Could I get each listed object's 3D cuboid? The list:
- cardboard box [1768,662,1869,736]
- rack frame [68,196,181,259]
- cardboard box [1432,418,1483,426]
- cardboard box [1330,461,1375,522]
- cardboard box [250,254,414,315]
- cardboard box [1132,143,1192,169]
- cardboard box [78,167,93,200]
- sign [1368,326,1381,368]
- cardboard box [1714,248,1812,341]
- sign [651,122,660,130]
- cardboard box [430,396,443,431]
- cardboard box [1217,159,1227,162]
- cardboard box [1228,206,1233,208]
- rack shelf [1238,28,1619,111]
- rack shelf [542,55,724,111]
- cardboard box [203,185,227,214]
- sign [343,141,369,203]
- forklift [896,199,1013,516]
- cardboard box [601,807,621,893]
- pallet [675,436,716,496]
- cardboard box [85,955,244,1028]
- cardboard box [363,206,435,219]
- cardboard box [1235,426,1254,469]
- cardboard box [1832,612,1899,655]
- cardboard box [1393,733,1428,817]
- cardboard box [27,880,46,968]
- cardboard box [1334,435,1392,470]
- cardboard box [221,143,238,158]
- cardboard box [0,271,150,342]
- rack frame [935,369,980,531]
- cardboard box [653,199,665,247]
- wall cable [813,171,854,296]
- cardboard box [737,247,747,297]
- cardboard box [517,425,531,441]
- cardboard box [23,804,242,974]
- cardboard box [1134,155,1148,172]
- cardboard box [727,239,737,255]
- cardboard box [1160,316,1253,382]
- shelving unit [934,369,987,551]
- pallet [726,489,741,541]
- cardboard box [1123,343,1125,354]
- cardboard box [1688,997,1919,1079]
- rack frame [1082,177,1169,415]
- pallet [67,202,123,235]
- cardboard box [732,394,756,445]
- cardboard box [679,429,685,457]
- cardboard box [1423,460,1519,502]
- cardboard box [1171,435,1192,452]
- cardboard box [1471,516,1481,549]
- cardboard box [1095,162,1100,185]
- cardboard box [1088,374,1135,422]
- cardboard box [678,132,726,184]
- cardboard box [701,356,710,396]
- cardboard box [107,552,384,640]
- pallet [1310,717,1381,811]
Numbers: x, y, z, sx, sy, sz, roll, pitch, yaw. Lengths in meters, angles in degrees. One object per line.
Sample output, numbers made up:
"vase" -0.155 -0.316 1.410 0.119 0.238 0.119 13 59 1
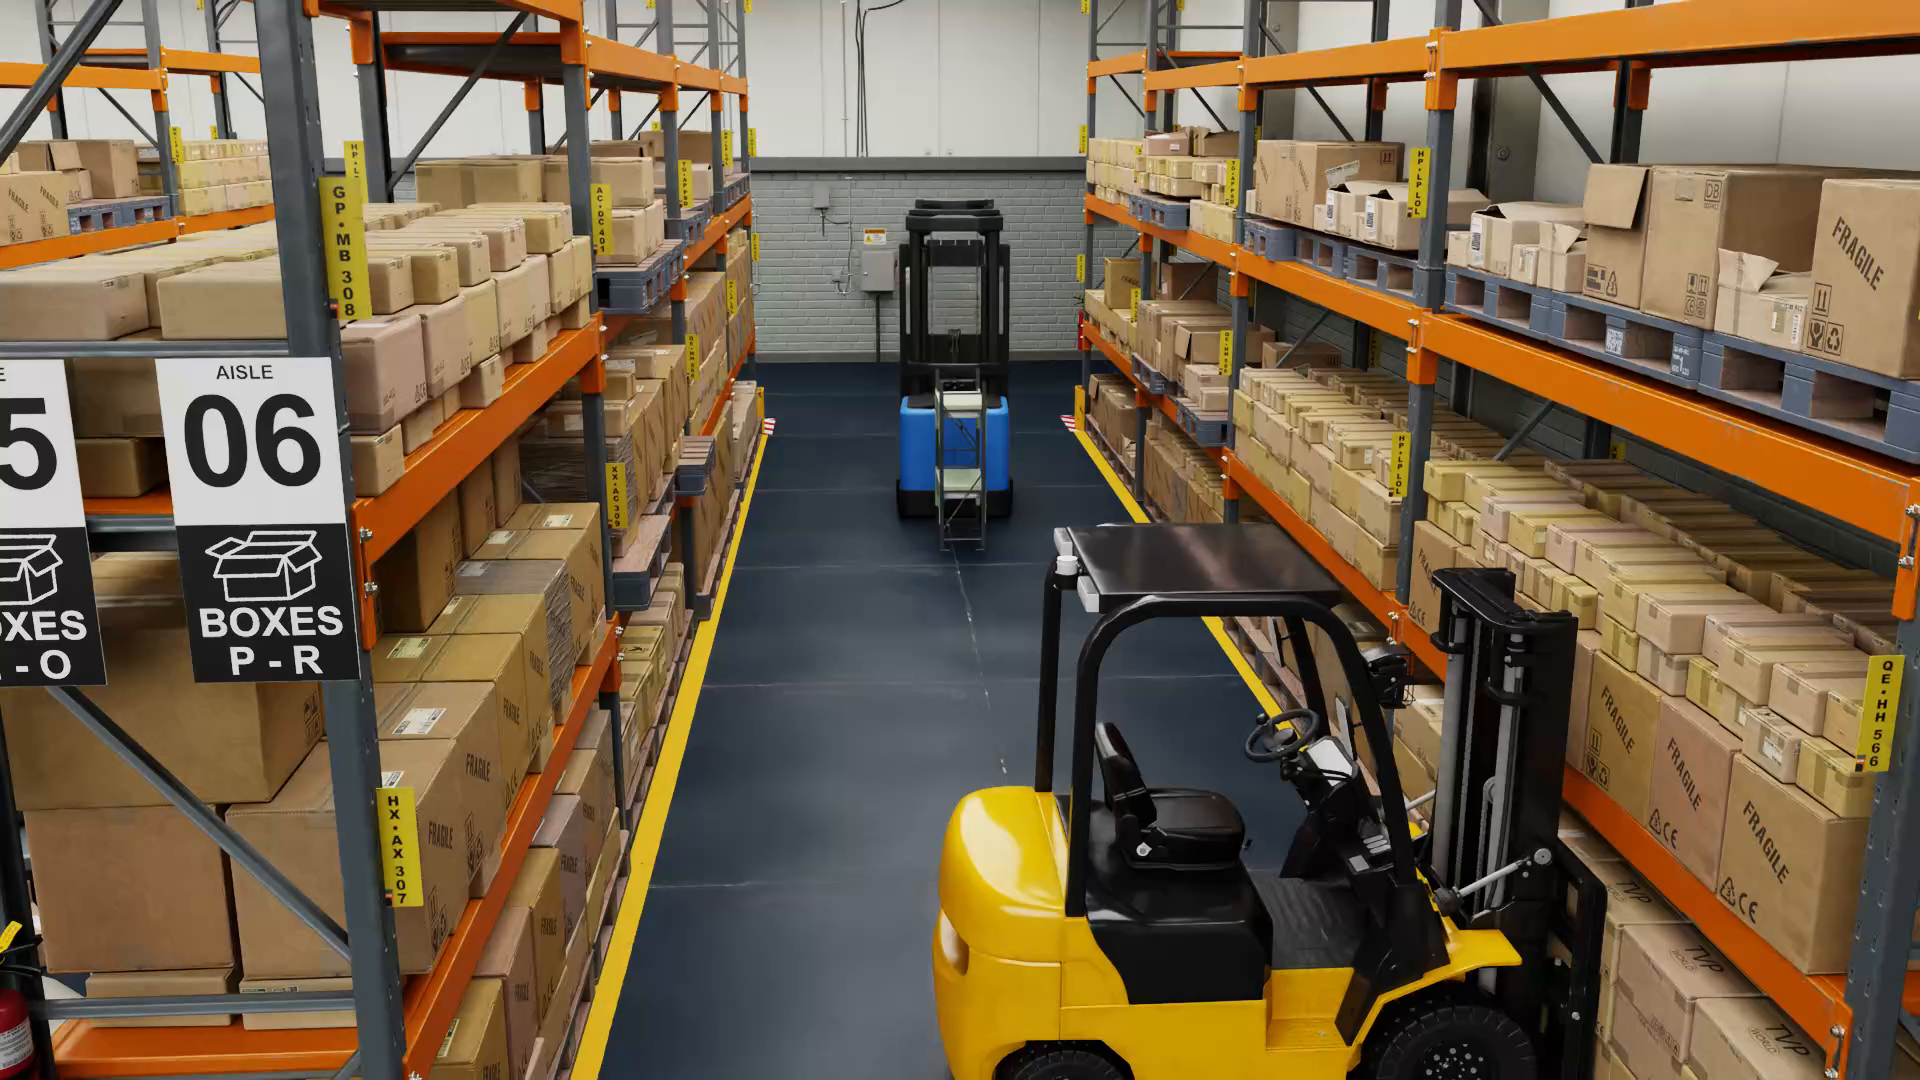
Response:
"cardboard box" 2.706 0.479 5.045 0.380 0.149 0.250 -1 14 -3
"rack frame" -7.647 -1.673 15.508 1.000 3.000 0.127 -1 14 -3
"cardboard box" 2.903 -0.633 9.966 0.380 0.149 0.250 -1 14 -4
"cardboard box" 2.412 -0.278 9.384 0.500 0.250 0.500 -1 14 -5
"cardboard box" -1.773 -0.724 4.705 0.380 0.149 0.250 -1 14 -3
"cardboard box" 1.970 -3.740 16.223 0.500 0.250 0.500 -1 14 -3
"cardboard box" -7.802 -3.064 14.230 0.500 0.311 0.500 -1 14 -4
"sign" 3.043 -1.427 12.230 0.100 0.325 0.005 -1 14 -3
"cardboard box" 2.615 -0.771 5.211 0.396 0.266 0.258 -1 14 -3
"sign" -3.515 -4.676 19.249 0.100 0.325 0.005 -1 14 -3
"cardboard box" -1.793 -0.400 5.046 0.380 0.149 0.250 -1 14 -4
"cardboard box" 2.405 -3.184 14.225 0.380 0.149 0.250 -1 14 -3
"cardboard box" 2.230 -2.579 12.513 0.380 0.149 0.250 -1 14 -5
"rack shelf" 2.613 -2.723 9.797 1.077 0.370 4.000 -1 14 -3
"rack shelf" -2.589 -3.640 13.361 1.077 0.370 4.000 -1 14 -3
"cardboard box" -7.452 -3.296 16.100 0.500 0.250 0.500 -1 14 -4
"sign" -2.771 -1.669 7.646 0.100 0.325 0.005 -1 14 -3
"forklift" -0.054 -1.956 16.748 1.130 2.935 3.031 0 14 0
"cardboard box" -1.912 1.486 7.905 0.500 0.250 0.500 0 14 -1
"pallet" -2.314 -0.511 11.378 1.213 0.211 1.003 -1 14 -3
"cardboard box" -2.206 1.242 4.684 0.380 0.149 0.250 0 14 -2
"cardboard box" -2.478 -1.354 7.155 0.380 0.149 0.250 0 14 -2
"cardboard box" 2.273 -0.670 11.913 0.500 0.250 0.500 -1 14 -3
"cardboard box" 3.164 0.346 5.562 0.380 0.149 0.250 -1 14 -3
"cardboard box" 2.459 1.149 8.213 0.500 0.250 0.500 -1 14 -4
"cardboard box" -4.309 1.775 7.594 0.258 0.266 0.396 -13 20 -42
"cardboard box" 2.349 -0.495 9.429 0.380 0.149 0.250 -1 14 -5
"cardboard box" -7.457 -3.892 16.610 0.380 0.149 0.250 0 14 -1
"cardboard box" -2.285 -0.587 4.171 0.380 0.149 0.250 -1 14 -3
"rack frame" -0.022 -0.816 15.187 0.400 1.500 0.023 -1 14 -3
"cardboard box" -1.939 -1.771 9.327 0.500 0.250 0.500 -1 14 -4
"wall cable" -1.918 -4.688 25.188 0.588 1.984 0.122 -1 14 -3
"cardboard box" -2.604 -2.933 18.199 0.500 0.500 0.500 -1 14 -4
"cardboard box" -2.475 -0.292 8.501 0.500 0.500 0.500 -1 14 -4
"cardboard box" -2.278 0.887 4.762 0.500 0.500 0.500 -1 14 -4
"cardboard box" 1.822 -3.498 15.445 0.380 0.149 0.250 0 14 -2
"cardboard box" -2.549 -3.083 17.479 0.380 0.149 0.250 -1 14 -3
"cardboard box" 2.129 -1.656 14.399 0.700 0.500 0.500 -1 14 -4
"shelving unit" 0.000 -0.725 14.833 0.431 1.500 0.755 -1 14 -3
"pallet" -2.590 -0.233 15.509 1.003 0.211 1.213 -1 14 -3
"cardboard box" 1.902 -2.000 17.284 0.380 0.149 0.250 -1 14 -2
"cardboard box" 2.645 1.667 5.197 0.500 0.250 0.500 0 14 -2
"rack frame" 1.994 -2.847 20.071 1.000 3.000 0.127 -1 14 -3
"pallet" -7.648 -2.621 13.552 1.213 0.211 1.003 -1 14 -3
"cardboard box" -2.755 -1.342 18.520 0.875 0.438 0.875 0 14 -2
"cardboard box" -2.060 -0.656 11.217 0.380 0.149 0.250 -1 14 -4
"cardboard box" 2.461 -0.285 8.015 0.380 0.149 0.250 -1 14 -2
"cardboard box" 2.150 -0.866 15.245 0.380 0.149 0.250 -1 14 -4
"cardboard box" 2.556 -0.013 7.554 0.380 0.149 0.250 -1 14 -4
"cardboard box" 1.800 -4.130 18.743 0.500 0.250 0.500 -1 14 -2
"cardboard box" 1.937 -1.688 19.732 0.797 0.503 0.637 -1 15 -6
"cardboard box" -2.539 -3.677 16.033 0.500 0.500 0.500 -1 14 -2
"cardboard box" -2.299 -1.332 13.479 0.500 0.250 0.500 -1 14 -4
"cardboard box" -2.377 0.158 5.587 0.700 0.500 0.500 -1 14 -4
"pallet" 2.652 1.305 9.529 1.003 0.211 1.213 -1 14 -3
